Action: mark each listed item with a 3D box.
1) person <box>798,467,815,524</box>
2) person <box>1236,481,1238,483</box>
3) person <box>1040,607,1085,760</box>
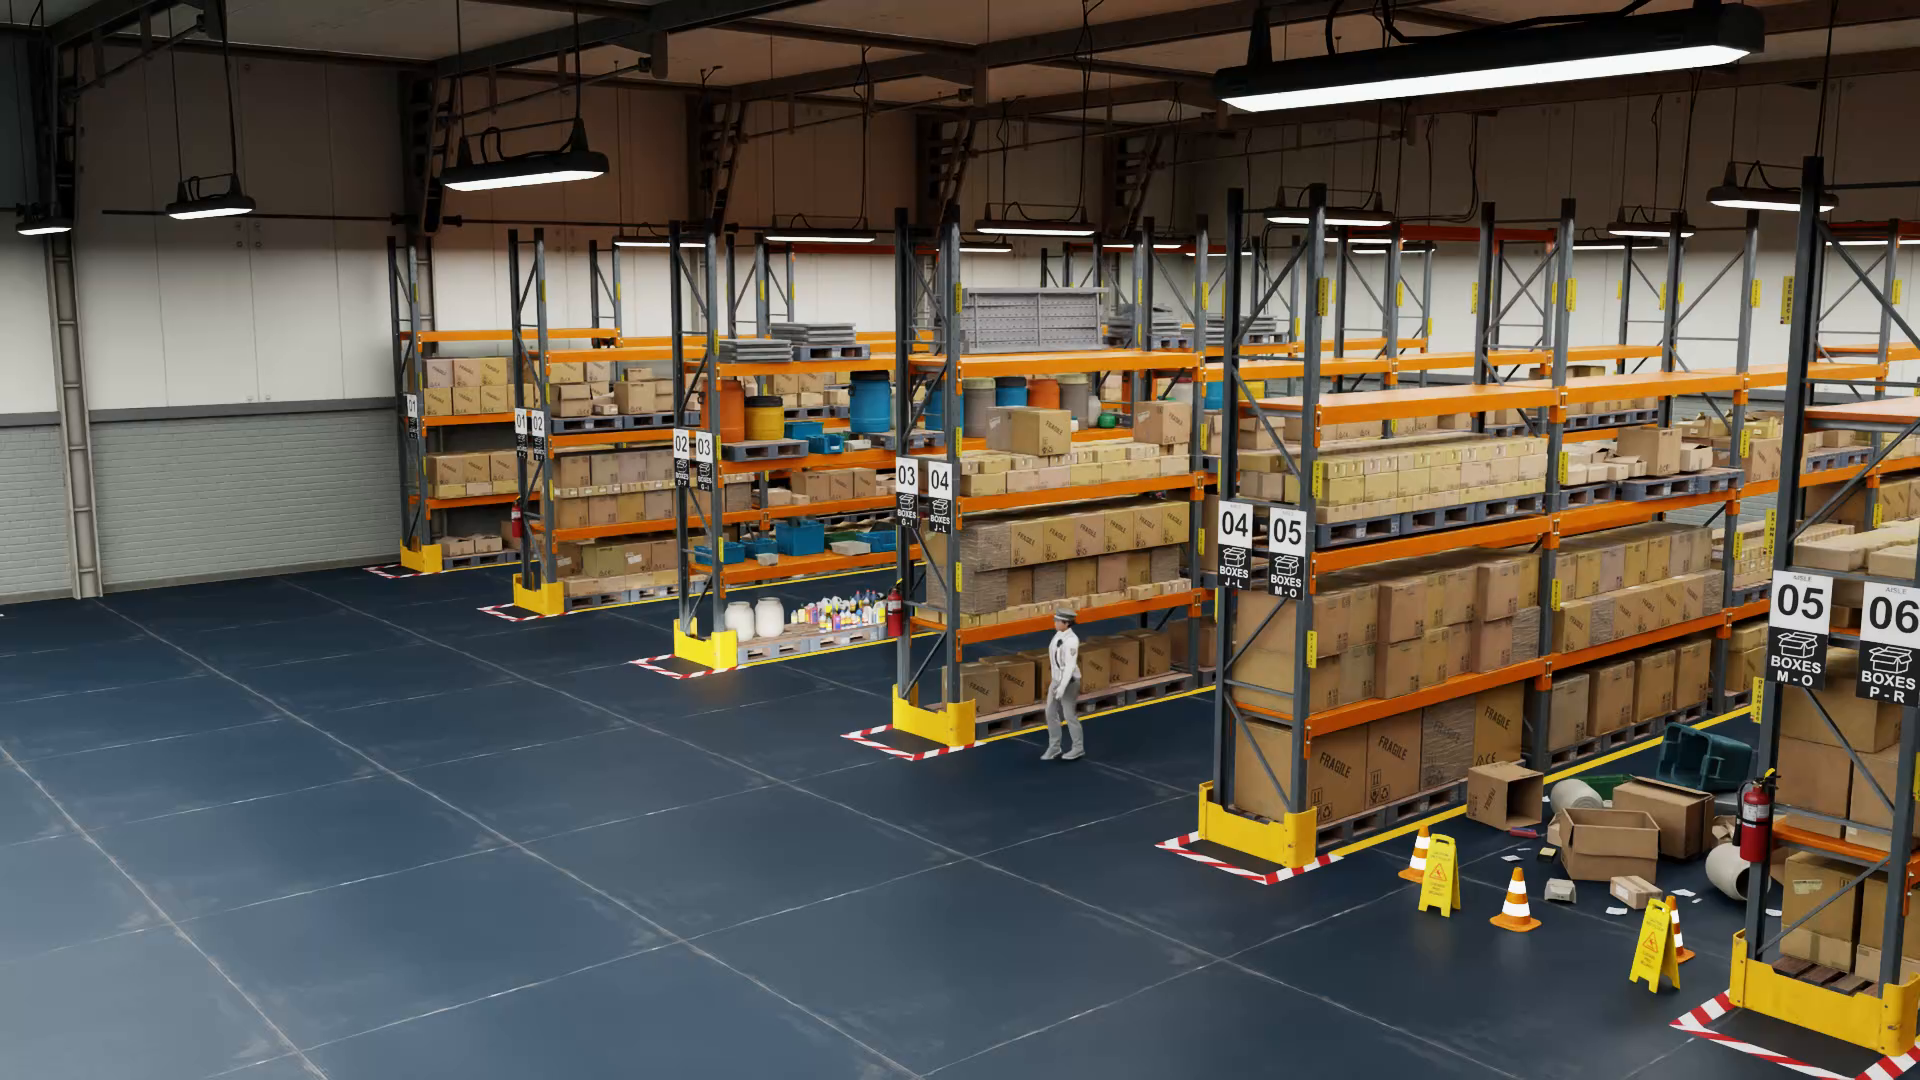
[{"bbox_3d":[-3.039,-0.615,32.018,0.540,1.756,0.599,-3,9,-21],"label":"person"},{"bbox_3d":[6.394,-1.685,38.804,0.553,1.781,0.428,-7,11,-38],"label":"person"},{"bbox_3d":[1.130,1.594,18.119,0.487,1.739,0.540,-3,9,-18],"label":"person"}]
